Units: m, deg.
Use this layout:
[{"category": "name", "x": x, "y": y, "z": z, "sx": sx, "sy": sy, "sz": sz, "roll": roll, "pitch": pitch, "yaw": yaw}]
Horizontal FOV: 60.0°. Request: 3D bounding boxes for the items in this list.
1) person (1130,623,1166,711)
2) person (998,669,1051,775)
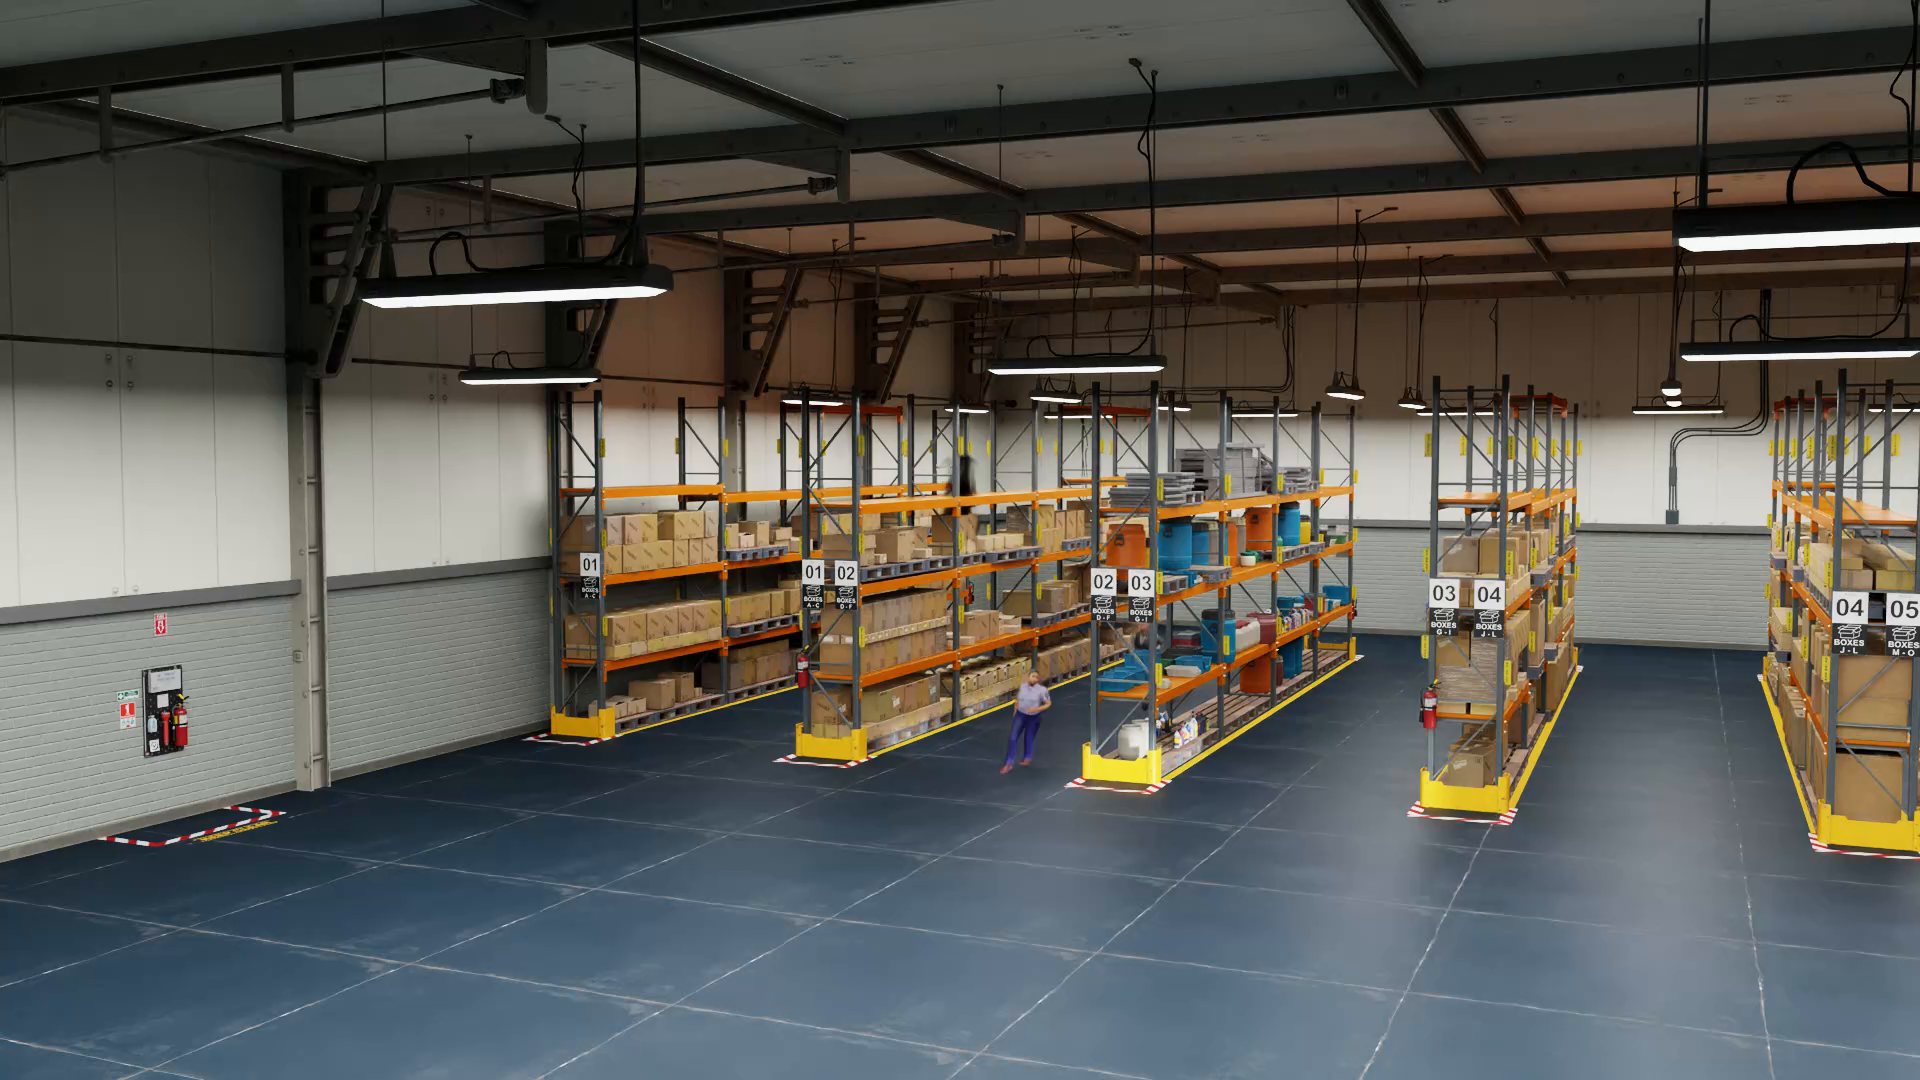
[{"category": "person", "x": 3.542, "y": 2.389, "z": 31.845, "sx": 0.631, "sy": 1.753, "sz": 0.811, "roll": 2, "pitch": 4, "yaw": 35}, {"category": "person", "x": 1.048, "y": 2.826, "z": 25.708, "sx": 0.766, "sy": 1.518, "sz": 0.842, "roll": 1, "pitch": 3, "yaw": 17}]
